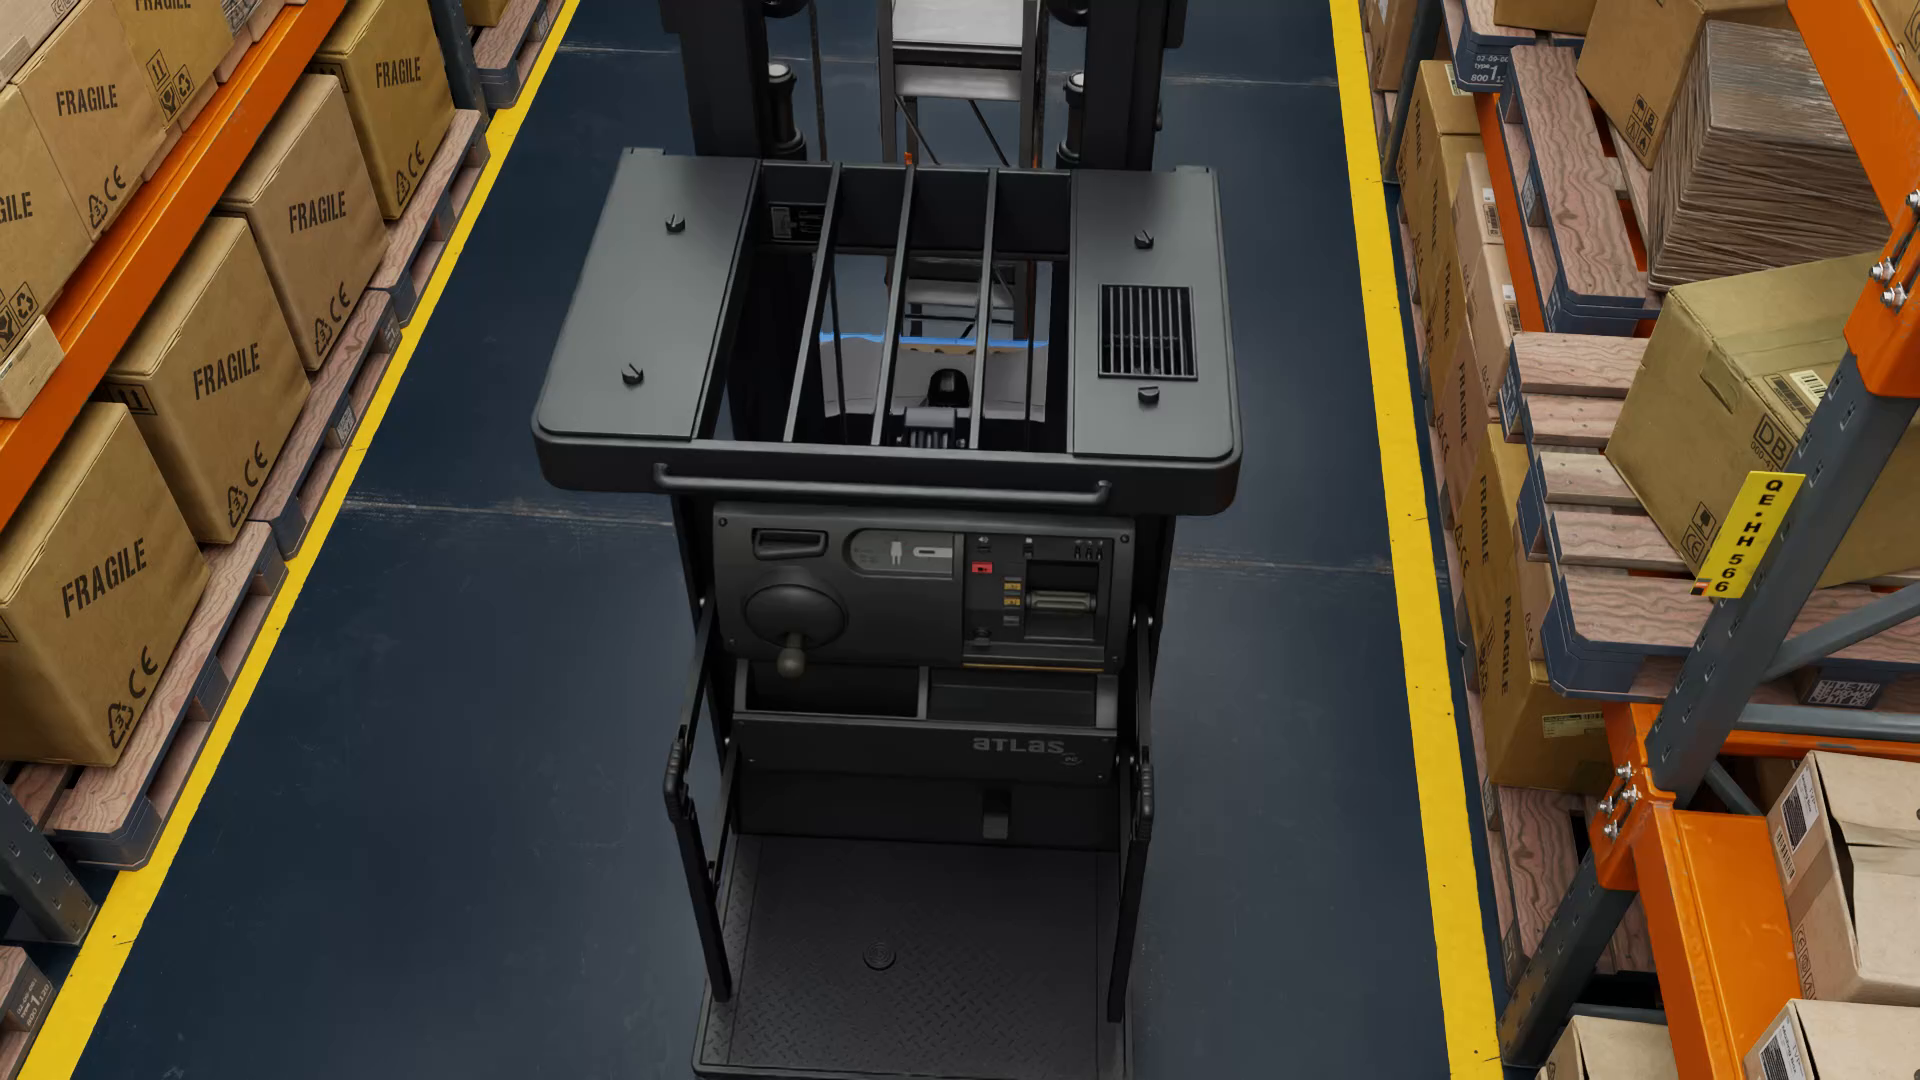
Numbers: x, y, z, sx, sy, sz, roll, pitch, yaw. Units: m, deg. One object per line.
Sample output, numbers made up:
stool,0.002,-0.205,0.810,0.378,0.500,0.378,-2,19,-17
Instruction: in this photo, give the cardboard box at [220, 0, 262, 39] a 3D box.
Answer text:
cardboard box,-2.494,-1.922,5.192,0.500,0.500,0.500,4,48,4

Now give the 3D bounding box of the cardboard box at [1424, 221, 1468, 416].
cardboard box,1.944,-0.757,5.805,0.500,0.500,0.500,4,48,4

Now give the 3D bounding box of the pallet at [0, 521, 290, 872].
pallet,-2.830,0.425,5.218,1.003,0.211,1.213,4,48,4

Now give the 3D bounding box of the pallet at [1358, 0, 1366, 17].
pallet,2.493,-3.013,8.363,1.003,0.211,1.213,4,48,4

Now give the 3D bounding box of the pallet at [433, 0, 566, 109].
pallet,-2.465,-2.493,7.887,1.003,0.211,1.213,4,48,4

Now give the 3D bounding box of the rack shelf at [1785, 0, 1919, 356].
rack shelf,2.139,-1.850,3.864,1.077,0.370,4.000,4,48,4

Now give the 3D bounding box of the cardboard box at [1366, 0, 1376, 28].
cardboard box,2.065,-2.454,7.596,0.380,0.149,0.250,4,48,4

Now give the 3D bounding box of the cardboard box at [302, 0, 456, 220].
cardboard box,-2.542,-1.811,6.546,0.750,0.750,0.750,4,48,4

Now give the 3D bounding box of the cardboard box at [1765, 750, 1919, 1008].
cardboard box,1.880,0.683,3.153,0.500,0.311,0.500,7,48,6

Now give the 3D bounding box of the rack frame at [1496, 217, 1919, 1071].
rack frame,1.957,0.389,3.362,1.000,3.000,0.127,4,48,4

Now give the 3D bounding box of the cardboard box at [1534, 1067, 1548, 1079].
cardboard box,1.617,1.540,3.887,0.500,0.250,0.500,4,48,3

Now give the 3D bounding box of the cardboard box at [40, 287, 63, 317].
cardboard box,-2.676,-0.657,4.475,0.380,0.149,0.250,3,48,3

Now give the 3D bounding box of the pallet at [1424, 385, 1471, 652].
pallet,2.176,-0.110,5.708,1.003,0.211,1.213,4,48,4

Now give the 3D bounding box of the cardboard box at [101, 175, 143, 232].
cardboard box,-2.627,-1.037,4.823,0.380,0.149,0.250,5,48,4

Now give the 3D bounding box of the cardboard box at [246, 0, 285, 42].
cardboard box,-2.483,-1.788,5.509,0.380,0.149,0.250,4,48,4

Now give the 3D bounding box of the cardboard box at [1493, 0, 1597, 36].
cardboard box,2.056,-1.883,5.087,0.700,0.500,0.500,11,48,10

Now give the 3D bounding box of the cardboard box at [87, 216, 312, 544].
cardboard box,-2.693,-0.533,5.377,0.750,0.750,0.750,4,48,3

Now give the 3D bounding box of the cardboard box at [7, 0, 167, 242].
cardboard box,-2.574,-1.171,4.505,0.500,0.500,0.500,4,48,3

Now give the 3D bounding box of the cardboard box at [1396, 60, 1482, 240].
cardboard box,2.035,-1.516,6.500,0.500,0.500,0.500,2,48,2

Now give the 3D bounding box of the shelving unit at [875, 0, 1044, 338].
shelving unit,0.015,-0.830,5.086,0.431,2.100,0.503,4,48,4

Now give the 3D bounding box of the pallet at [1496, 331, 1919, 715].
pallet,1.949,-0.049,3.892,1.213,0.211,1.003,4,48,4

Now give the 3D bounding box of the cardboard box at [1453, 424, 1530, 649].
cardboard box,1.856,0.001,5.112,0.500,0.500,0.500,2,48,2

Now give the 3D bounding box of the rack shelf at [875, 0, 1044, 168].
rack shelf,0.015,-1.294,4.580,0.431,0.518,0.480,4,48,4

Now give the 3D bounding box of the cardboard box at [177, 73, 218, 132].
cardboard box,-2.556,-1.410,5.164,0.380,0.149,0.250,5,48,5

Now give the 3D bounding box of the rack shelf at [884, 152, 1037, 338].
rack shelf,0.015,-0.821,5.097,0.431,0.518,0.480,4,48,4

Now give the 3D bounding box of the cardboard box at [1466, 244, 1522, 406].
cardboard box,1.898,-0.666,5.214,0.500,0.250,0.500,3,48,3

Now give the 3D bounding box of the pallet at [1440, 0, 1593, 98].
pallet,2.140,-1.906,5.590,1.003,0.211,1.213,4,48,4

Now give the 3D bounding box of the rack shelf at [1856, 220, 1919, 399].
rack shelf,1.774,1.089,1.176,1.077,0.370,4.000,4,48,4

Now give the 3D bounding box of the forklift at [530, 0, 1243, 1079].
forklift,-0.092,0.224,3.559,1.130,2.935,3.031,2,48,2

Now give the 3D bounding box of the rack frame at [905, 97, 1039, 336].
rack frame,0.037,-1.010,5.250,0.400,2.100,0.015,4,48,4

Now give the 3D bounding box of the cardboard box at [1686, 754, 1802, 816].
cardboard box,2.283,0.769,4.410,0.500,0.500,0.500,6,48,5

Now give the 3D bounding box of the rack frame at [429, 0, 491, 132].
rack frame,-2.612,-2.881,6.352,1.000,3.000,0.127,4,48,4

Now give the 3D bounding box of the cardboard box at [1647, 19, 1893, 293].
cardboard box,2.175,-0.916,4.203,0.700,0.500,0.500,12,49,11

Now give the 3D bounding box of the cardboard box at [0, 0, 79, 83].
cardboard box,-2.589,-1.415,4.220,0.500,0.250,0.500,4,48,4

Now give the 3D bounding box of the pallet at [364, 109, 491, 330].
pallet,-2.607,-1.368,6.858,1.003,0.211,1.213,4,48,4

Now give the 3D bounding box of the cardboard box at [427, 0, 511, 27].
cardboard box,-2.442,-2.722,7.616,0.700,0.500,0.500,4,48,4
